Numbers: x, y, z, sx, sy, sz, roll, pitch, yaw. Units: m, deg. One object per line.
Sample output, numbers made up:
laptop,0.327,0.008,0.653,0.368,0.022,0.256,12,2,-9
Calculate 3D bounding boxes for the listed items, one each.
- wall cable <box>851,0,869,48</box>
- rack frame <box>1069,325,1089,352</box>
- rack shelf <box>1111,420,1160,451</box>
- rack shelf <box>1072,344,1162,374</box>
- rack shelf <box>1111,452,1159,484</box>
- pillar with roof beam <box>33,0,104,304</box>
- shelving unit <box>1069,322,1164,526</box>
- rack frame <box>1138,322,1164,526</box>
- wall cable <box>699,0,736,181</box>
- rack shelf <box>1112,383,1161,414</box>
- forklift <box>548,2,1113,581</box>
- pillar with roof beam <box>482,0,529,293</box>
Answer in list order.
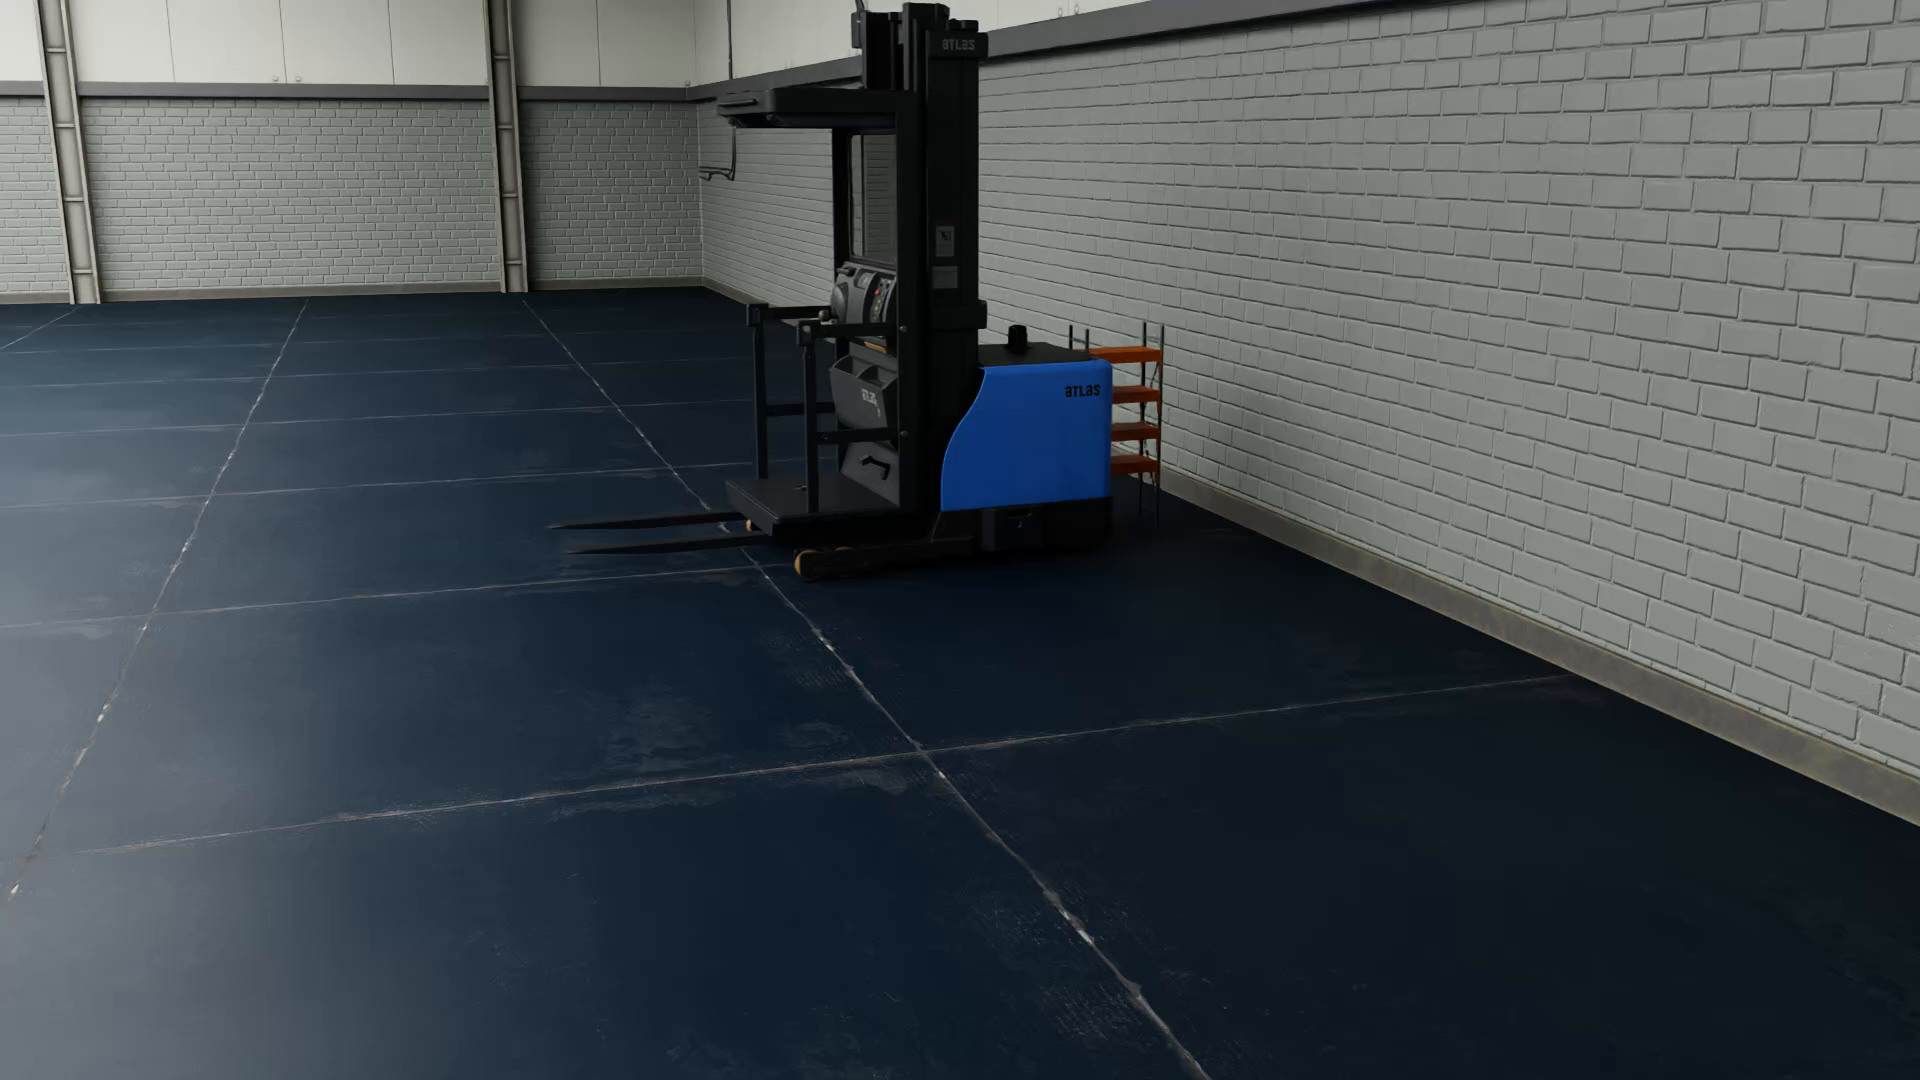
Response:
wall cable,-0.719,-7.752,15.436,0.169,6.003,2.305,-4,14,-18
rack frame,0.691,-0.653,9.797,0.015,1.200,0.240,-5,14,-21
rack shelf,0.918,-0.609,9.901,0.480,0.148,0.258,-5,14,-21
rack shelf,0.918,-1.057,9.794,0.480,0.148,0.258,-5,14,-21
rack shelf,0.918,-0.416,9.947,0.480,0.148,0.258,-5,14,-21
pillar with roof beam,-11.259,-6.866,19.062,0.400,9.000,9.100,-4,14,-18
shelving unit,0.918,-0.674,9.885,0.503,1.200,0.258,-5,14,-21
rack frame,1.144,-0.695,9.974,0.015,1.200,0.240,-5,14,-21
wall cable,-3.732,-6.670,24.947,0.112,2.526,3.097,-4,14,-18
rack shelf,0.918,-0.827,9.849,0.480,0.148,0.258,-5,14,-21
forklift,-0.708,-1.348,8.977,3.031,2.935,1.130,-5,14,-21
pillar with roof beam,-5.573,-7.309,20.923,0.400,9.000,9.100,-4,14,-18
